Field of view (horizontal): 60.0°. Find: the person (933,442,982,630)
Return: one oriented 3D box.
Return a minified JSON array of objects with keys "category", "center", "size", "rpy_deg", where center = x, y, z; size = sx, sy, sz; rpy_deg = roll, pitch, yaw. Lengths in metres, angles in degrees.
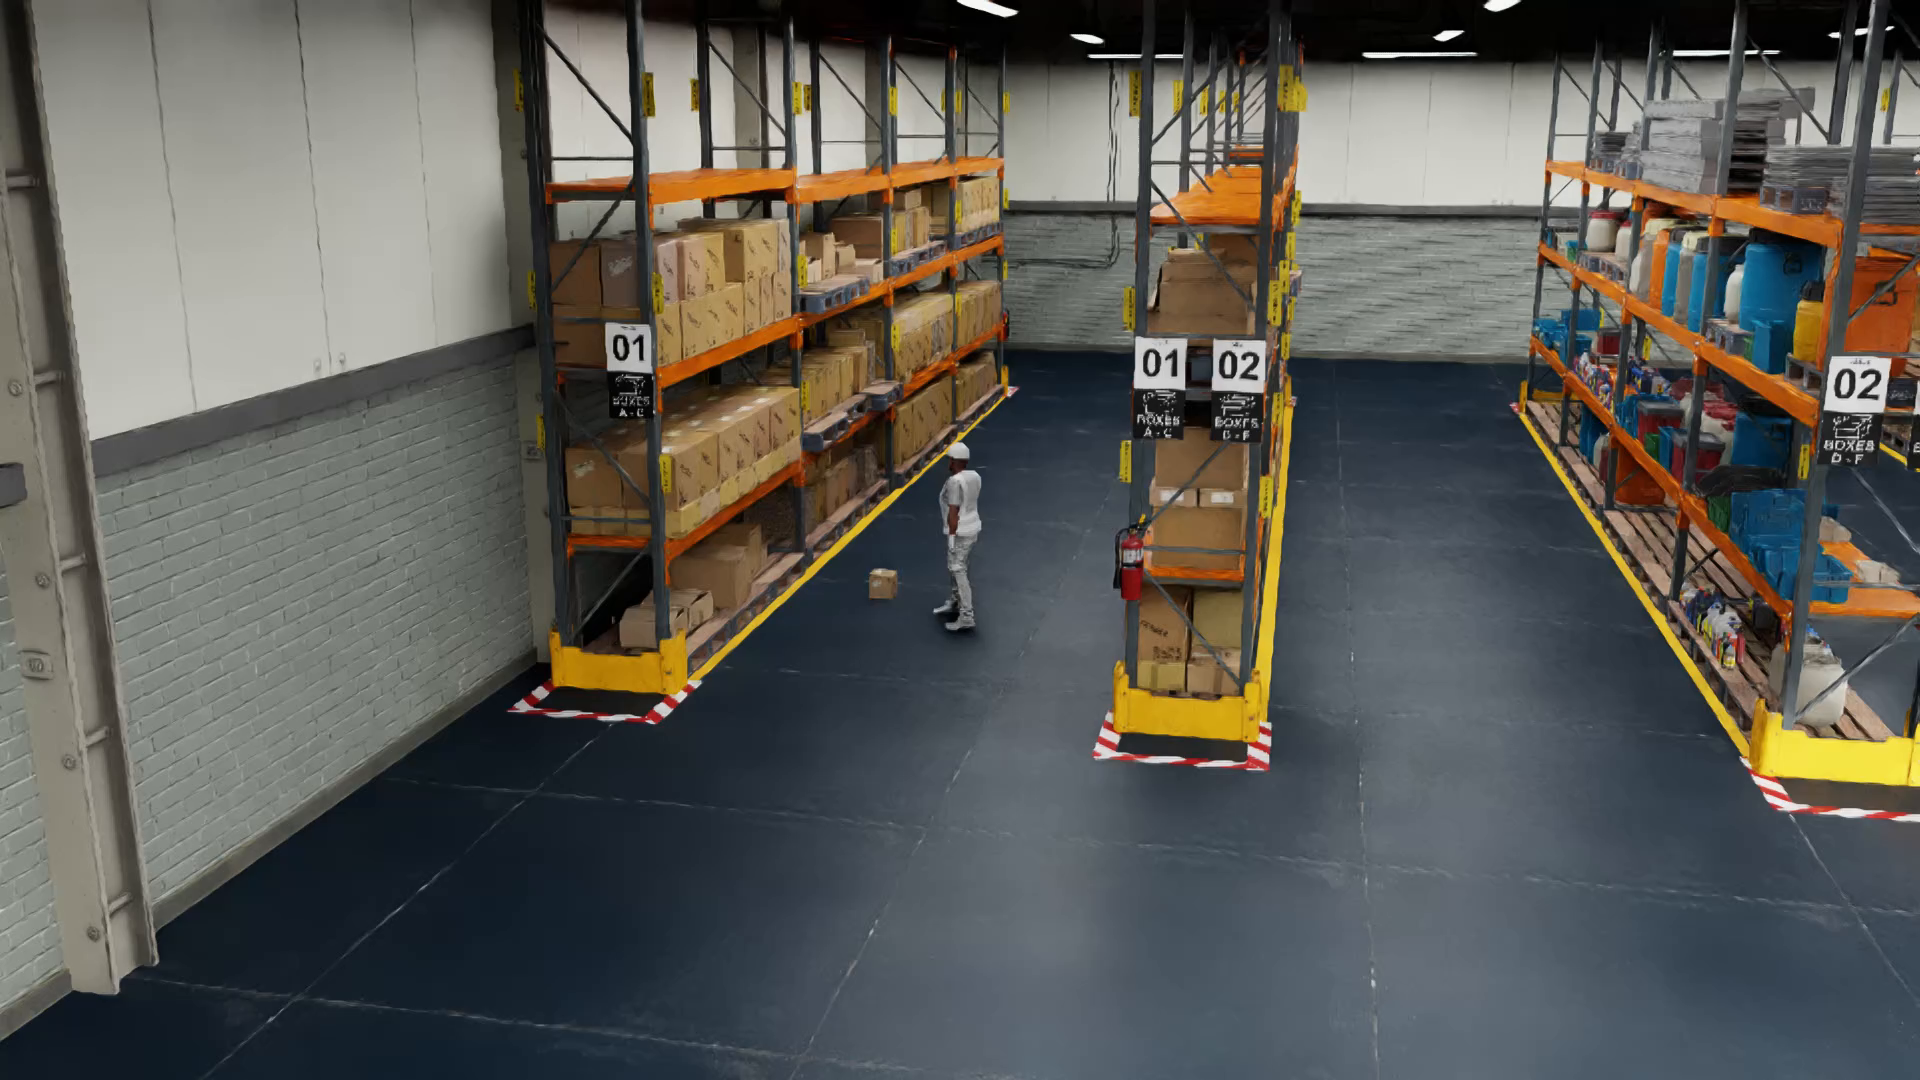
[{"category":"person","center":[-0.028,-0.058,16.192],"size":[0.569,1.779,0.659],"rpy_deg":[6,16,21]}]
